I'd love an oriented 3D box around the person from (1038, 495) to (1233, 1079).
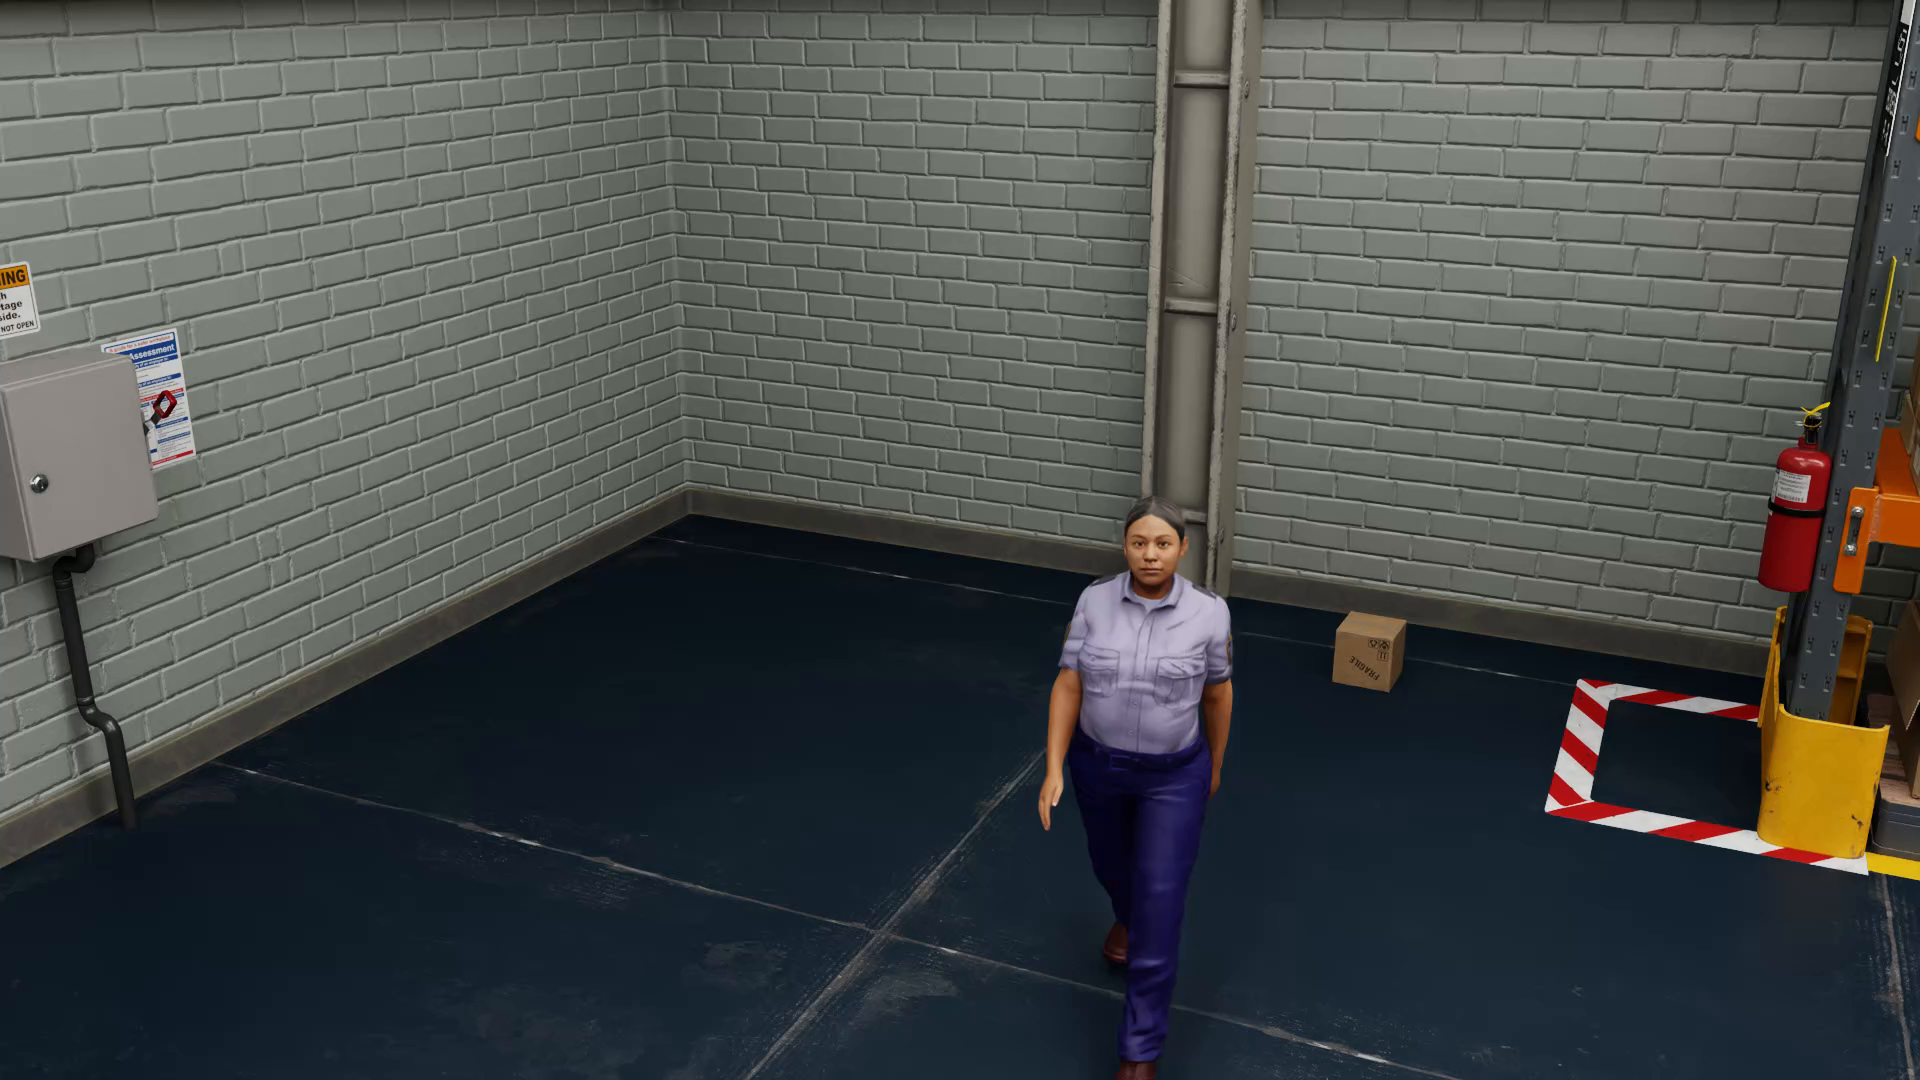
[{"bbox_3d":[0.481,0.664,4.671,0.478,1.588,0.996,7,20,20],"label":"person"}]
